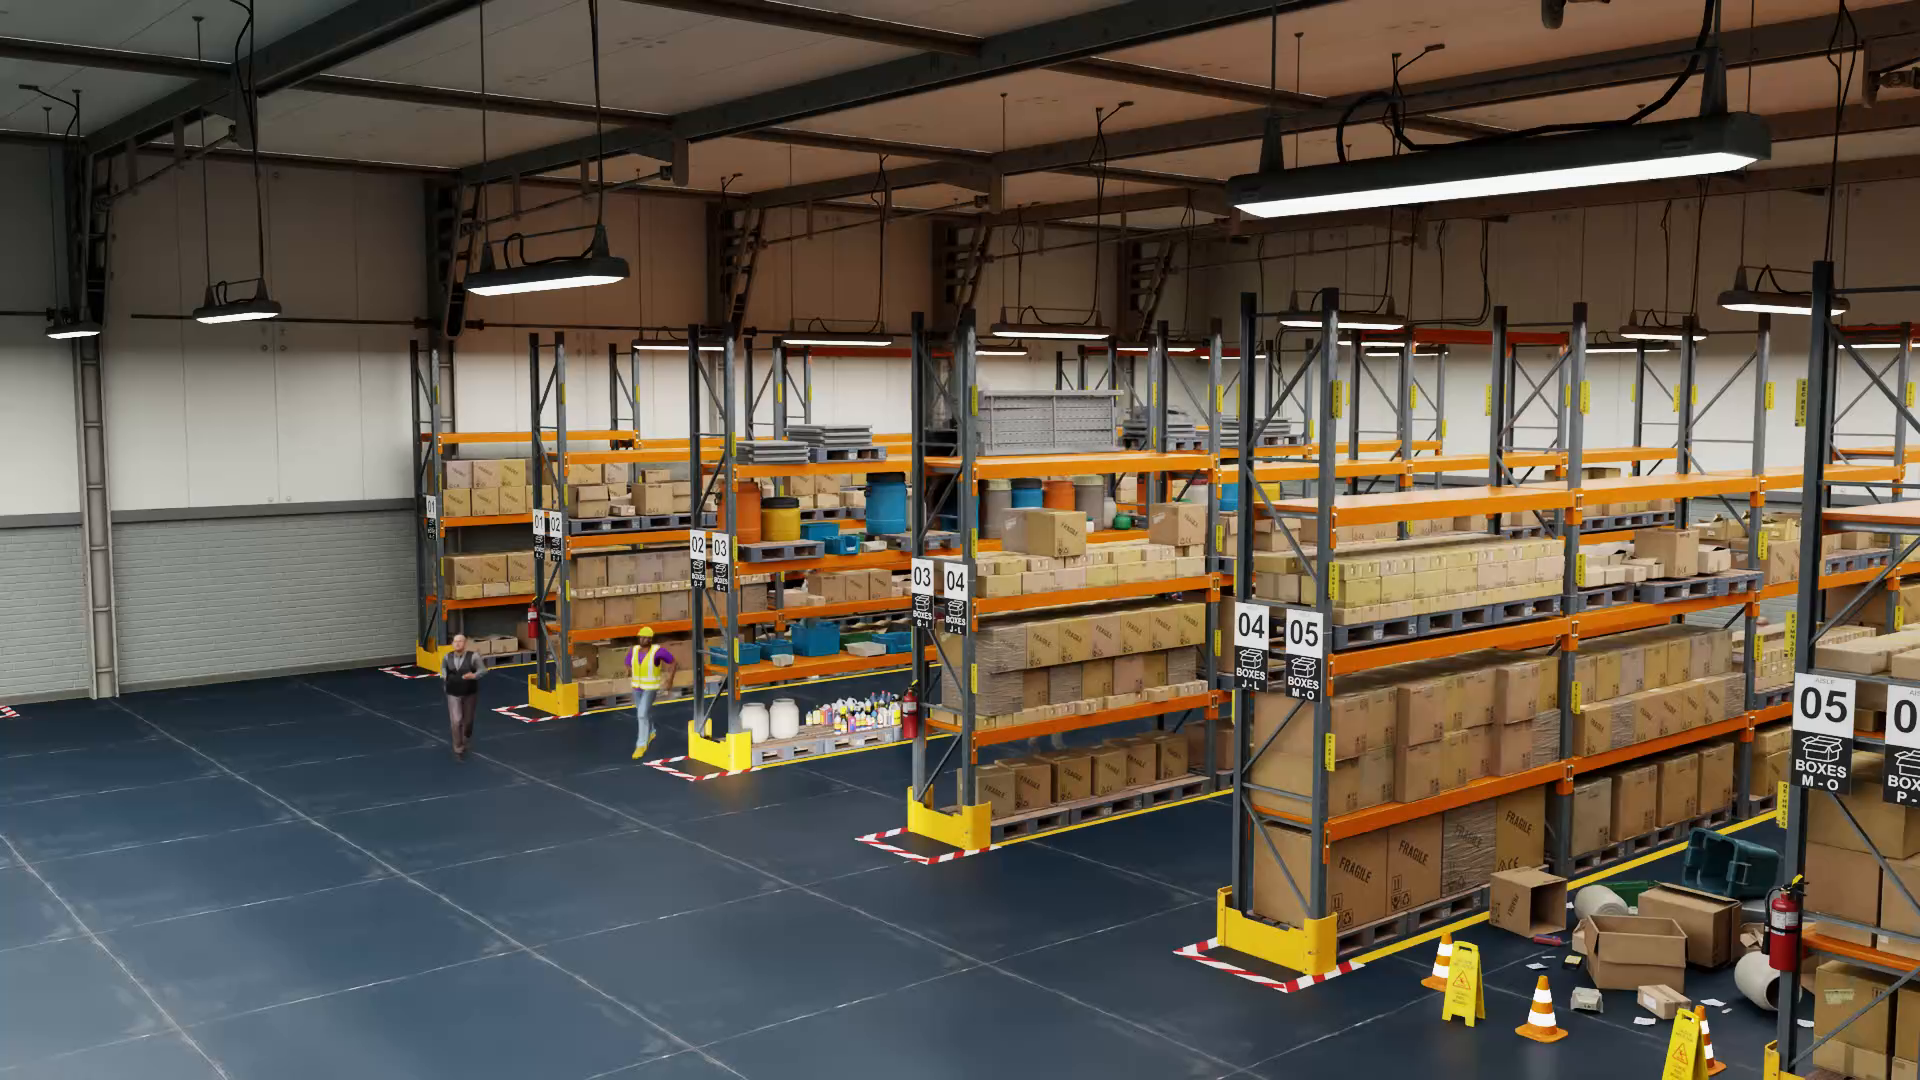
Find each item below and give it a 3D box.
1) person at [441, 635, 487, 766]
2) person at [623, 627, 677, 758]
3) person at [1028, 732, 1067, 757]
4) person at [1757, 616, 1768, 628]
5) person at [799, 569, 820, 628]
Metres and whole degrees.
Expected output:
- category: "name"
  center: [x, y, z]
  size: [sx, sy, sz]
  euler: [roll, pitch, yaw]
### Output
- category: "person"
  center: [-6.879, 2.173, 23.070]
  size: [0.641, 1.746, 0.892]
  euler: [-1, 5, -12]
- category: "person"
  center: [-4.405, 2.120, 23.422]
  size: [0.738, 1.825, 0.780]
  euler: [2, 6, 23]
- category: "person"
  center: [1.154, 2.316, 21.738]
  size: [0.578, 1.747, 0.748]
  euler: [5, 7, 40]
- category: "person"
  center: [12.044, 2.011, 24.803]
  size: [1.145, 1.778, 0.711]
  euler: [-4, 7, -37]
- category: "person"
  center: [-2.851, 1.347, 32.248]
  size: [0.790, 1.751, 0.585]
  euler: [-5, 7, -42]
